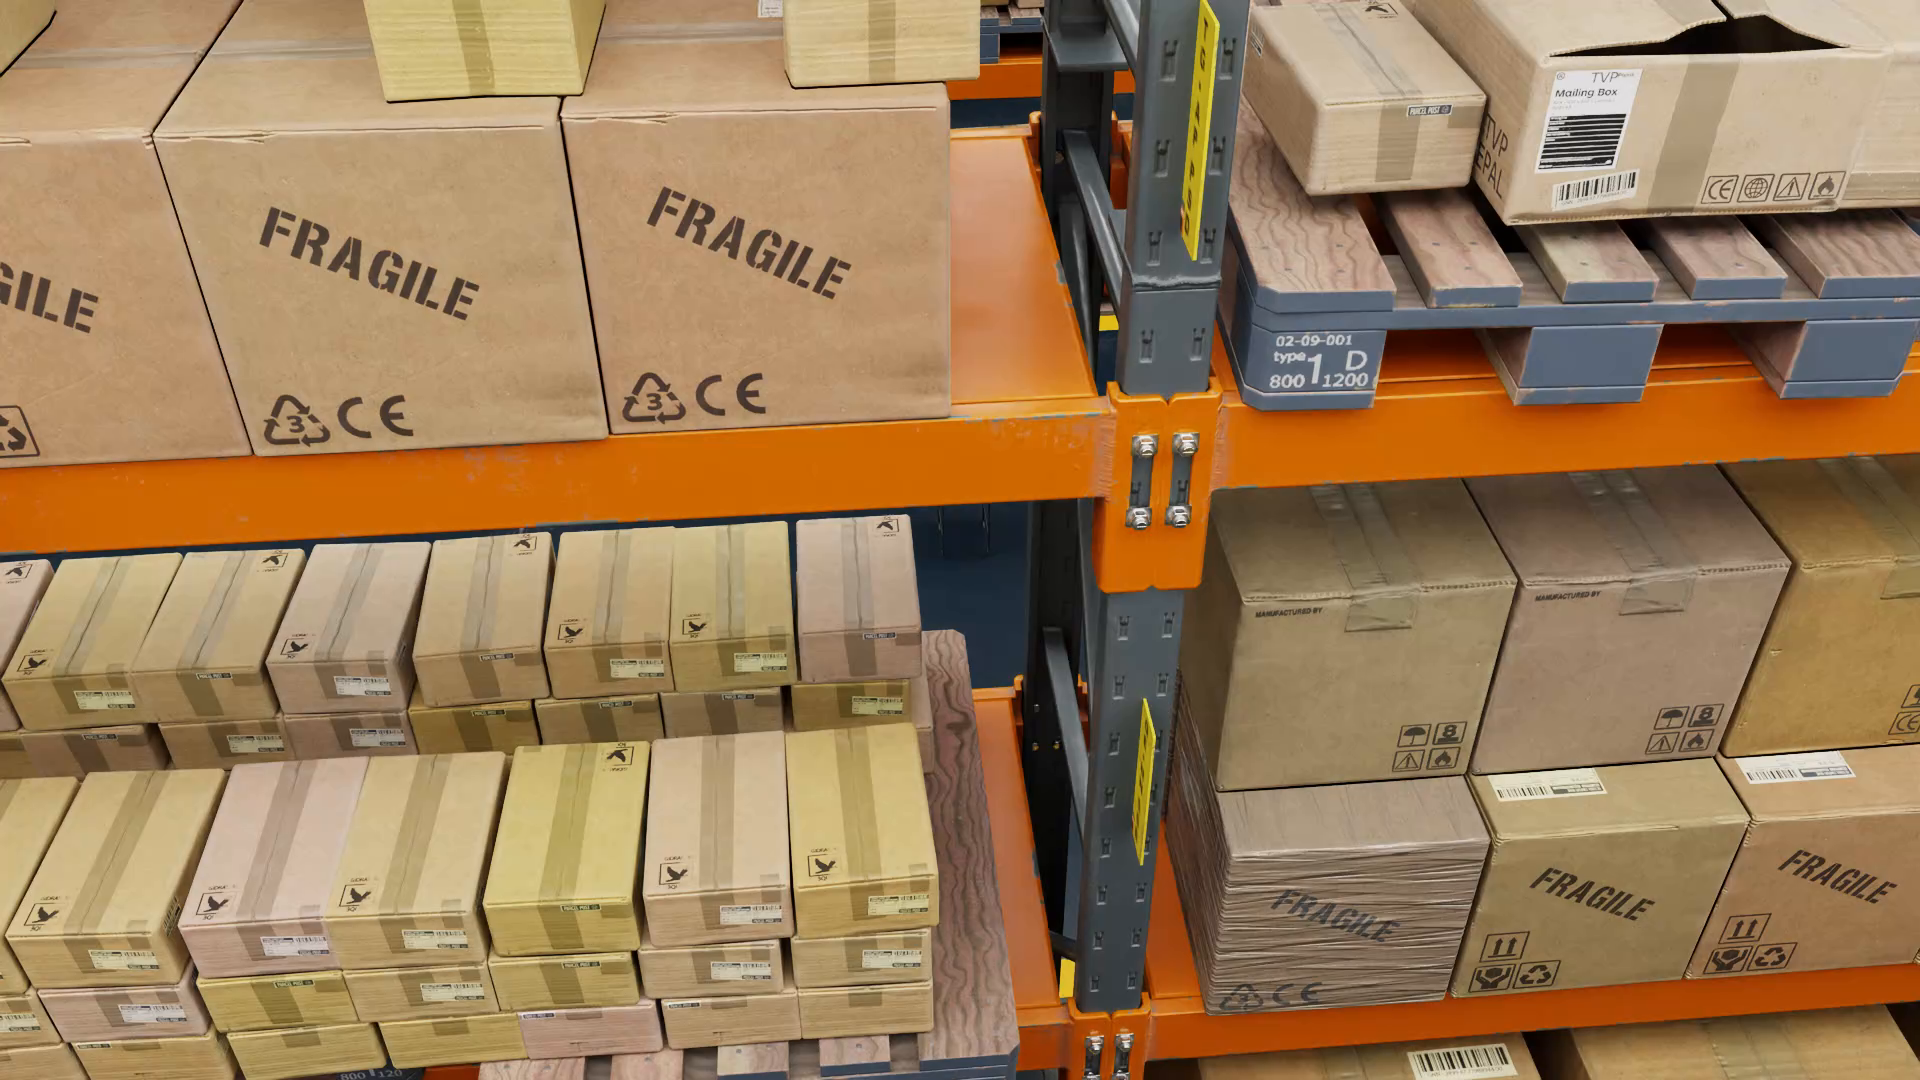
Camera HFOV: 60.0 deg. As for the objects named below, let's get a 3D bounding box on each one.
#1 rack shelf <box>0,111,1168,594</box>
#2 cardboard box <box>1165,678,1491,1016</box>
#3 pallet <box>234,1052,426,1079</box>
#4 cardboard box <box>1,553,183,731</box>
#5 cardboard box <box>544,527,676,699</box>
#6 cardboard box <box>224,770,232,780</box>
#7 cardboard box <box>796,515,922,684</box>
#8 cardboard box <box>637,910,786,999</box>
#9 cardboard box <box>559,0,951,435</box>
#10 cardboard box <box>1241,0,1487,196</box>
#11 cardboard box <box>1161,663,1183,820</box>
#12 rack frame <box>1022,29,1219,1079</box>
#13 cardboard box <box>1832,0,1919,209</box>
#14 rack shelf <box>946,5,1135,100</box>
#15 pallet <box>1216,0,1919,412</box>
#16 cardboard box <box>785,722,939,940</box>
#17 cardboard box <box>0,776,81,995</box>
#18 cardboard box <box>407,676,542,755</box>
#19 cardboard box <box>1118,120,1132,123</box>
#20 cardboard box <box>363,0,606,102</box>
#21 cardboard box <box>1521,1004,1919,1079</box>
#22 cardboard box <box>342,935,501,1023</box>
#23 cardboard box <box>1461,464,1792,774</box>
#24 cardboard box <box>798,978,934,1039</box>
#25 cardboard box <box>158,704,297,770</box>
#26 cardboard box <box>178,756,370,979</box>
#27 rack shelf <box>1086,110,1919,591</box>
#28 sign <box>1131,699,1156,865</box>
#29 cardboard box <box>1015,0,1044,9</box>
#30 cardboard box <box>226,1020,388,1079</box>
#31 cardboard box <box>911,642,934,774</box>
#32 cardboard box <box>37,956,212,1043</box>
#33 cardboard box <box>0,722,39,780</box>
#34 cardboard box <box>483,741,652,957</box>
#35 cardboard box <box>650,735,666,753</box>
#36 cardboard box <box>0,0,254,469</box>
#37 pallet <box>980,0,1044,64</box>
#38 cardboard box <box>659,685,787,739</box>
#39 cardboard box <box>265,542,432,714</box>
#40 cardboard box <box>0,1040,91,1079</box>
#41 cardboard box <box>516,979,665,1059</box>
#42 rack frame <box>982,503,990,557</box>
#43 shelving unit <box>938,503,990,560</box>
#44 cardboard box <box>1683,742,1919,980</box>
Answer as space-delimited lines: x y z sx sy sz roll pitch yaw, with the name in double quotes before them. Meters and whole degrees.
"rack shelf" -1.729 -0.270 2.830 4.000 0.370 1.077 -3 38 -4
"cardboard box" 0.734 0.618 3.464 0.500 0.500 0.500 -3 38 -3
"pallet" -1.705 0.725 3.565 1.213 0.211 1.003 -3 38 -4
"cardboard box" -1.772 0.206 3.451 0.250 0.149 0.380 -4 38 -5
"cardboard box" -0.727 0.149 3.524 0.250 0.149 0.380 -3 38 -4
"cardboard box" -1.521 0.423 3.656 0.250 0.149 0.380 -3 38 -3
"cardboard box" -0.219 0.122 3.558 0.250 0.149 0.380 -3 38 -4
"cardboard box" -0.455 0.656 3.120 0.250 0.149 0.380 -2 38 -2
"cardboard box" -0.283 -0.513 2.477 0.500 0.500 0.500 -3 38 -4
"cardboard box" 0.610 -0.687 2.561 0.250 0.149 0.380 -5 39 -6
"cardboard box" 0.688 0.286 3.885 0.500 0.500 0.500 -3 38 -4
"rack frame" 0.263 0.515 3.675 0.127 3.000 1.000 -3 38 -4
"cardboard box" 1.502 -0.739 2.545 0.500 0.250 0.500 -2 38 -3
"rack shelf" 1.716 -2.360 7.901 4.000 0.370 1.077 -3 38 -4
"pallet" 0.900 -0.656 2.891 1.003 0.211 1.213 -1 38 -2
"cardboard box" -0.185 0.525 3.046 0.250 0.149 0.380 -5 39 -6
"cardboard box" -1.732 0.609 2.940 0.250 0.149 0.380 -2 38 -3
"cardboard box" -1.023 0.282 3.595 0.250 0.149 0.380 -3 38 -4
"cardboard box" 1.022 -1.737 8.312 0.625 0.372 0.950 -4 38 -5
"cardboard box" -0.626 -0.782 2.199 0.258 0.266 0.396 -3 38 -4
"cardboard box" 1.748 1.206 4.277 0.750 0.750 1.050 -3 38 -3
"cardboard box" -0.966 0.686 3.083 0.250 0.149 0.380 -3 38 -4
"cardboard box" 1.215 0.037 3.394 0.500 0.500 0.700 -4 38 -5
"cardboard box" -0.188 0.760 3.229 0.250 0.149 0.380 -3 38 -3
"cardboard box" -1.519 0.307 3.563 0.250 0.149 0.380 -3 38 -4
"cardboard box" -1.202 0.579 2.978 0.250 0.149 0.380 -3 38 -4
"rack shelf" 2.255 -0.489 3.108 4.000 0.370 1.077 -3 38 -4
"sign" 0.320 0.426 2.917 0.005 0.325 0.100 -3 38 -4
"cardboard box" 0.349 -2.497 7.357 0.250 0.149 0.380 -5 39 -7
"cardboard box" -1.208 0.814 3.161 0.250 0.149 0.380 -5 39 -6
"cardboard box" -0.201 0.349 3.750 0.250 0.149 0.380 -4 38 -5
"cardboard box" -1.473 0.713 3.049 0.250 0.149 0.380 -2 38 -3
"cardboard box" -2.030 0.334 3.529 0.250 0.149 0.380 -3 38 -4
"cardboard box" -0.696 0.552 3.012 0.250 0.149 0.380 -2 38 -3
"cardboard box" -0.737 0.379 3.712 0.250 0.149 0.380 -1 38 -2
"cardboard box" -1.279 -0.453 2.400 0.500 0.500 0.500 -3 38 -4
"pallet" 0.424 -2.563 7.731 1.003 0.211 1.213 -3 38 -4
"cardboard box" -0.506 0.251 3.634 0.250 0.149 0.380 -1 38 -2
"cardboard box" -1.260 0.179 3.485 0.250 0.149 0.380 -1 38 -2
"cardboard box" -1.737 0.844 3.122 0.250 0.149 0.380 -5 39 -6
"cardboard box" -0.691 0.787 3.195 0.250 0.149 0.380 -3 38 -3
"rack frame" 0.106 -0.477 6.386 0.006 1.200 0.240 -3 38 -4
"shelving unit" 0.014 -0.472 6.379 0.189 1.200 0.258 -3 38 -4
"cardboard box" 1.743 0.561 3.537 0.500 0.500 0.500 -3 38 -4
